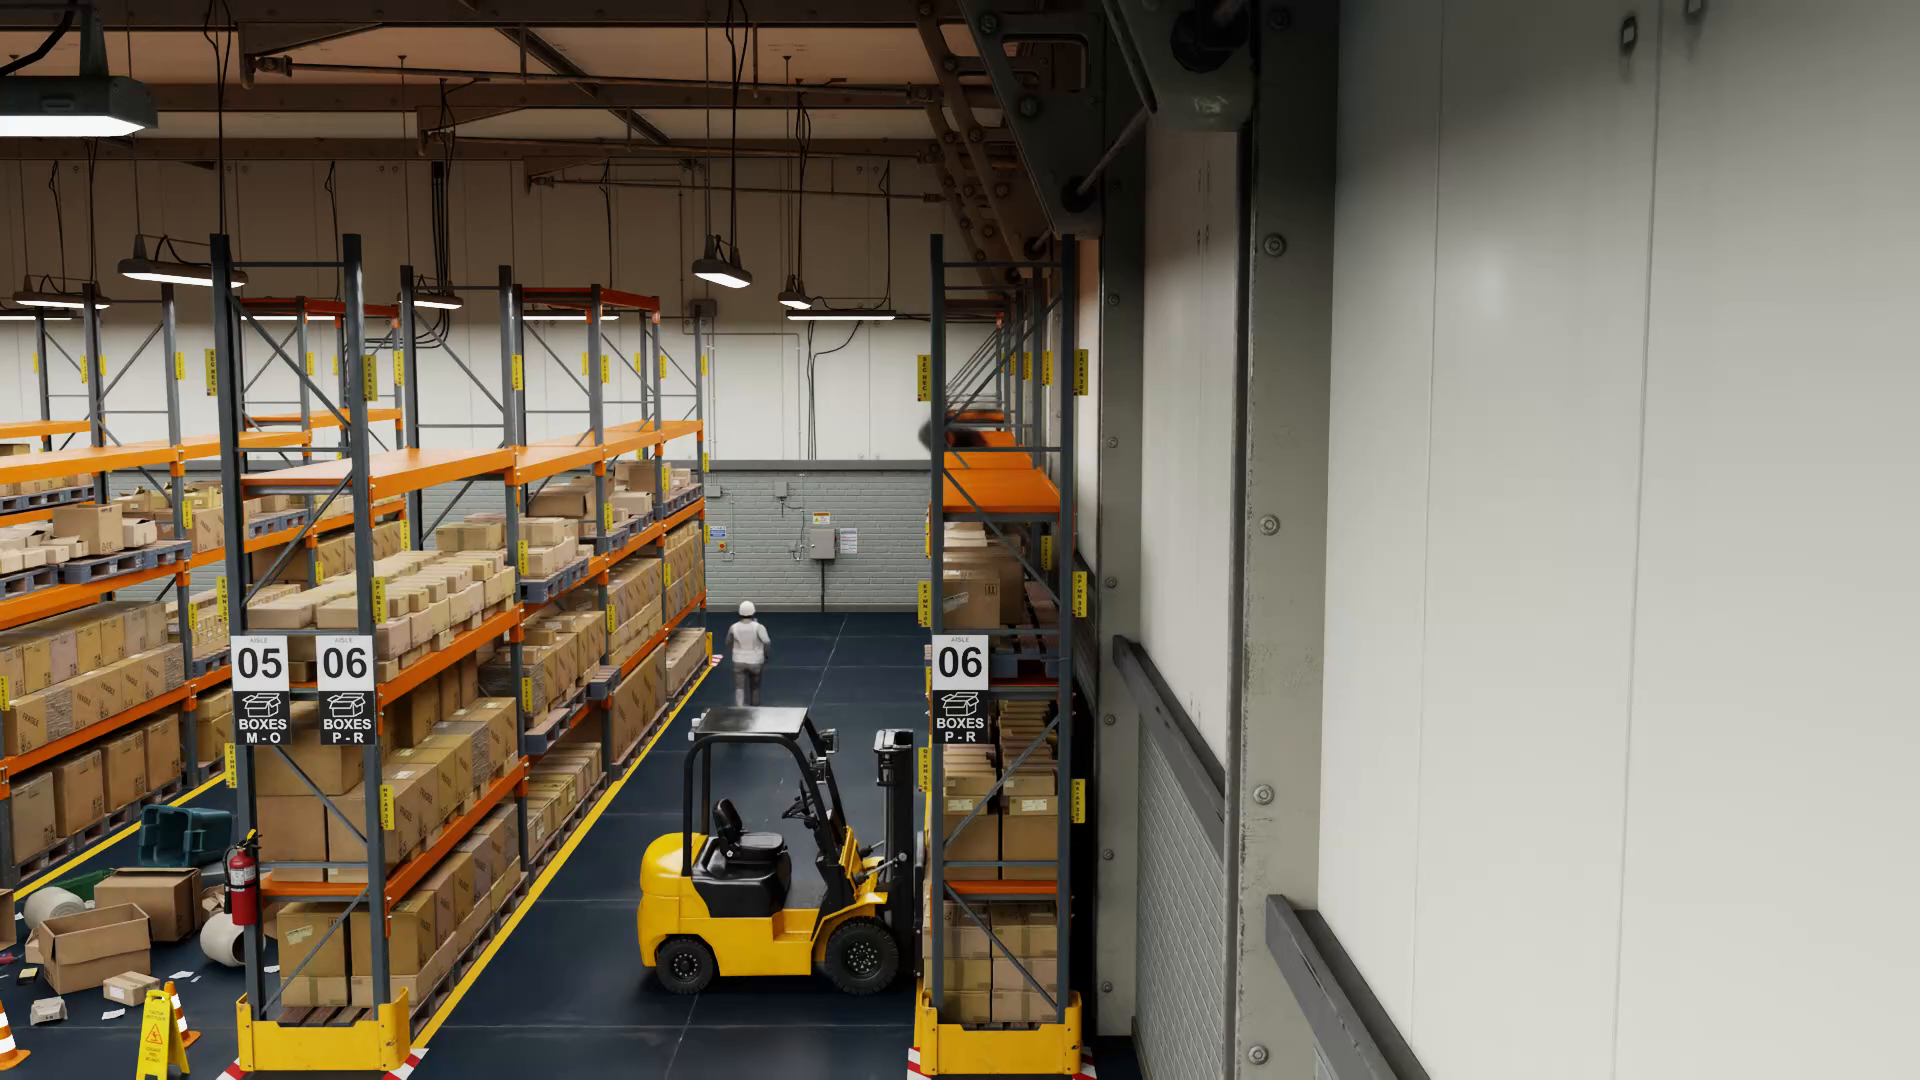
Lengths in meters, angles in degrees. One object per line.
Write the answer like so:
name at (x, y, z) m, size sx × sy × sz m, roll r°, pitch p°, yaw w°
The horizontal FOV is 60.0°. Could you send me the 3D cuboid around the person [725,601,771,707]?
person at (-2.944, 1.712, 23.126) m, size 0.657 × 1.755 × 0.971 m, roll 0°, pitch 6°, yaw -2°
